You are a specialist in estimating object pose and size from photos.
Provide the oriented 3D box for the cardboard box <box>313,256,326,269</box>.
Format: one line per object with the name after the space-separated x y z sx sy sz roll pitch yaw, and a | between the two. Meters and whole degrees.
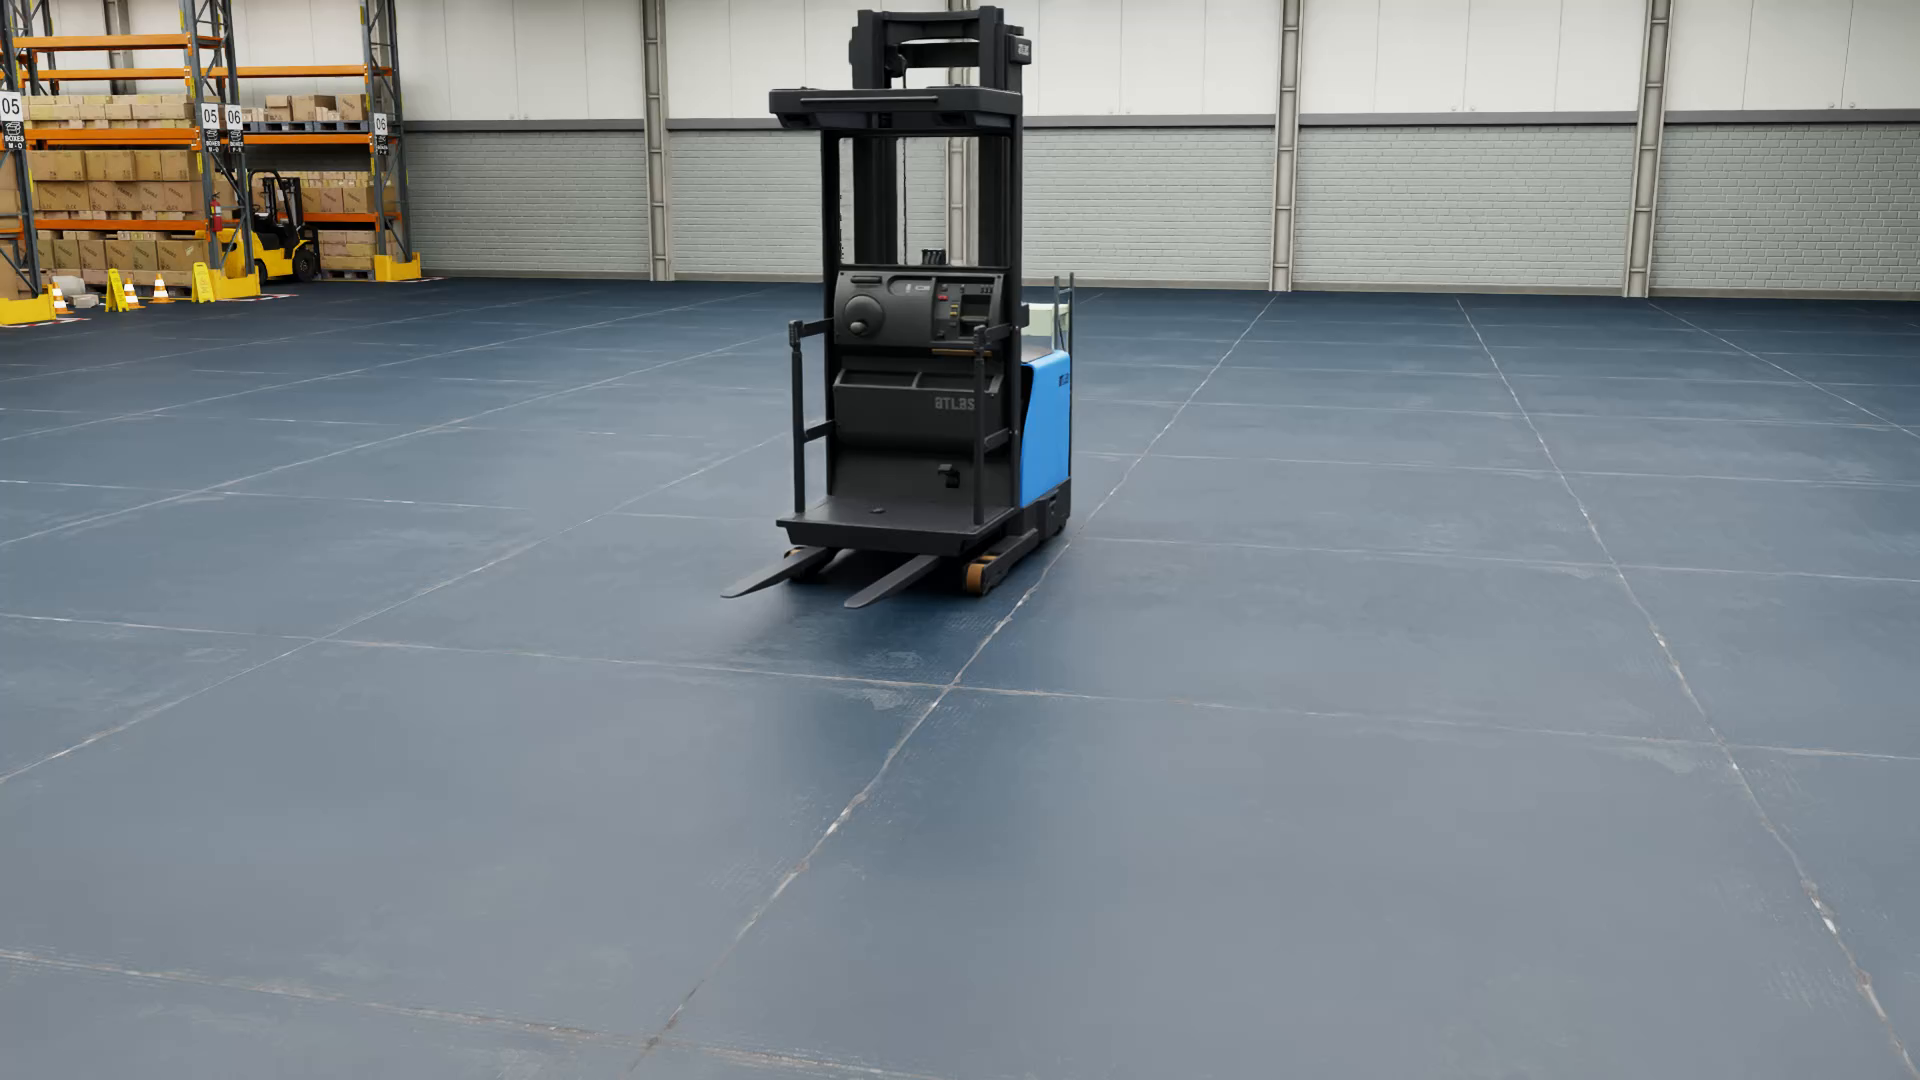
-12.728 -5.549 33.199 0.500 0.250 0.500 3 13 14 | cardboard box

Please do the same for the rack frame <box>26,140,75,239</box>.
-18.999 -7.088 34.756 0.127 3.000 1.000 3 13 14 | rack frame

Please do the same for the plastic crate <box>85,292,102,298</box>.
-14.973 -4.157 28.287 0.583 0.080 0.402 -1 13 -6 | plastic crate

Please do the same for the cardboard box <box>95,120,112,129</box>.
-14.333 -7.001 28.017 0.250 0.149 0.380 3 13 13 | cardboard box

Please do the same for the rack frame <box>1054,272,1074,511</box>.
0.634 -0.882 10.249 0.023 1.500 0.400 4 13 18 | rack frame

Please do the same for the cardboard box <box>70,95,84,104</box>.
-14.796 -7.426 28.095 0.250 0.149 0.380 3 13 13 | cardboard box

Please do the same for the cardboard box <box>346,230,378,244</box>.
-11.754 -5.982 32.841 0.500 0.250 0.500 4 13 15 | cardboard box

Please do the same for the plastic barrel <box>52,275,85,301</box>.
-14.786 -4.160 27.507 0.512 0.421 0.421 -9 15 -35 | plastic barrel

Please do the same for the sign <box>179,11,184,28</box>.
-15.234 -10.189 32.544 0.005 0.325 0.100 3 13 14 | sign

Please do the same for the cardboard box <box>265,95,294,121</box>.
-13.249 -8.526 32.873 0.637 0.503 0.797 3 13 15 | cardboard box

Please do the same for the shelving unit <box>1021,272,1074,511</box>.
0.287 -0.907 10.360 0.755 1.500 0.431 4 13 18 | shelving unit

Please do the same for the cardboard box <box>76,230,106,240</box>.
-14.924 -5.236 28.557 0.250 0.149 0.380 4 13 17 | cardboard box

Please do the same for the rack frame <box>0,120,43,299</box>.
-13.505 -4.583 23.464 0.127 3.000 1.000 3 13 14 | rack frame

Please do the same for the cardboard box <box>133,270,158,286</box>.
-13.768 -4.505 28.494 0.500 0.250 0.500 3 13 14 | cardboard box

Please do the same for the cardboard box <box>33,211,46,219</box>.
-15.814 -5.628 28.755 0.250 0.149 0.380 3 13 15 | cardboard box

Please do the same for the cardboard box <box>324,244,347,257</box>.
-12.264 -5.767 33.028 0.500 0.250 0.500 3 13 13 | cardboard box

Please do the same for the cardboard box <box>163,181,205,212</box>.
-13.010 -5.793 28.002 0.500 0.500 0.500 3 13 13 | cardboard box

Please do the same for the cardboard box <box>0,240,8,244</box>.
-19.944 -6.078 35.004 0.500 0.500 0.500 3 13 13 | cardboard box

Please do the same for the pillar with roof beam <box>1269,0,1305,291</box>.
4.752 -7.988 24.962 0.400 9.000 9.100 3 13 14 | pillar with roof beam

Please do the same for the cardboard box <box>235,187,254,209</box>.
-14.237 -6.828 33.352 0.500 0.500 0.500 3 13 15 | cardboard box

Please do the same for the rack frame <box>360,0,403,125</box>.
-11.232 -9.602 32.235 0.127 3.000 1.000 3 13 14 | rack frame

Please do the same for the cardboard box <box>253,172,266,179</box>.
-13.868 -7.264 33.132 0.250 0.149 0.380 3 13 13 | cardboard box

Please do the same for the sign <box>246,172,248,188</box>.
-12.288 -6.166 28.600 0.005 0.325 0.100 3 13 14 | sign

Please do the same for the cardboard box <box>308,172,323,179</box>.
-12.641 -7.191 32.804 0.250 0.149 0.380 3 13 15 | cardboard box

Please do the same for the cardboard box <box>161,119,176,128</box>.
-13.080 -6.936 27.727 0.250 0.149 0.380 3 13 14 | cardboard box

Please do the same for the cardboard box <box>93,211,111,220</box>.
-14.581 -5.554 28.424 0.250 0.149 0.380 3 13 13 | cardboard box

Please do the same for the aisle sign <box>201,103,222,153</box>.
-12.427 -6.834 27.608 0.004 0.787 0.394 3 13 14 | aisle sign

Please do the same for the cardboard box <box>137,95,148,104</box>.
-13.544 -7.370 27.842 0.250 0.149 0.380 3 13 14 | cardboard box

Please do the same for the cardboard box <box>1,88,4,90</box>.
-16.894 -7.680 28.722 0.500 0.250 0.500 3 13 15 | cardboard box

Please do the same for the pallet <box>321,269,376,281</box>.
-11.984 -5.343 33.326 1.213 0.211 1.003 3 13 14 | pallet

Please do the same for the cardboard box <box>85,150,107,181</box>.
-14.426 -6.379 28.336 0.500 0.500 0.700 3 13 13 | cardboard box

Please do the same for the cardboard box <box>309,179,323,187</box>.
-12.637 -7.050 32.856 0.250 0.149 0.380 3 13 12 | cardboard box

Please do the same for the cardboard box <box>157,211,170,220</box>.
-13.348 -5.488 28.126 0.250 0.149 0.380 3 13 13 | cardboard box

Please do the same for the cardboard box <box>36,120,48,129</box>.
-15.549 -7.095 28.444 0.250 0.149 0.380 3 13 14 | cardboard box

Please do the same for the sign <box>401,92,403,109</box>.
-11.093 -8.719 32.981 0.005 0.325 0.100 3 13 14 | sign

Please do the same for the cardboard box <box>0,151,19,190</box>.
-13.856 -5.211 23.454 0.550 0.550 0.875 3 13 14 | cardboard box

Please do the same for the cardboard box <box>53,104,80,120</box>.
-14.953 -7.239 28.170 0.500 0.250 0.500 3 13 14 | cardboard box

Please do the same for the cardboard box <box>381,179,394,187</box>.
-11.499 -7.111 33.129 0.250 0.149 0.380 3 13 12 | cardboard box

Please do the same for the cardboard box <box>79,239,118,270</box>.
-14.767 -4.925 28.655 0.500 0.500 0.500 4 13 16 | cardboard box

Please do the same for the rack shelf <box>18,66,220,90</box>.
-17.057 -9.367 33.760 4.000 0.370 1.077 3 13 14 | rack shelf

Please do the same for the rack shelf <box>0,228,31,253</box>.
-15.447 -4.335 24.010 4.000 0.370 1.077 3 13 14 | rack shelf

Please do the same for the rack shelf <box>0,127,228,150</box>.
-14.359 -6.846 28.400 4.000 0.370 1.077 3 13 14 | rack shelf

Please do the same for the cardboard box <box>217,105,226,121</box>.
-12.842 -7.247 28.209 0.500 0.250 0.500 3 13 13 | cardboard box

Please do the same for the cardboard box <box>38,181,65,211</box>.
-15.448 -5.928 28.609 0.500 0.500 0.500 3 13 13 | cardboard box

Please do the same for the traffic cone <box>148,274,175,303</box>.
-13.144 -4.141 27.332 0.334 0.463 0.336 3 13 14 | traffic cone

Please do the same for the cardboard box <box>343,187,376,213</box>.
-11.773 -6.692 32.740 0.500 0.500 0.500 3 13 12 | cardboard box

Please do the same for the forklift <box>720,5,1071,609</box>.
-0.288 -1.247 8.587 1.130 2.935 3.031 4 13 18 | forklift

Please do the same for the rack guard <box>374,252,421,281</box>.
-11.208 -5.451 33.150 0.348 0.500 1.175 3 13 14 | rack guard

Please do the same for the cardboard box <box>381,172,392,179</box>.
-11.507 -7.246 33.053 0.250 0.149 0.380 3 13 12 | cardboard box
